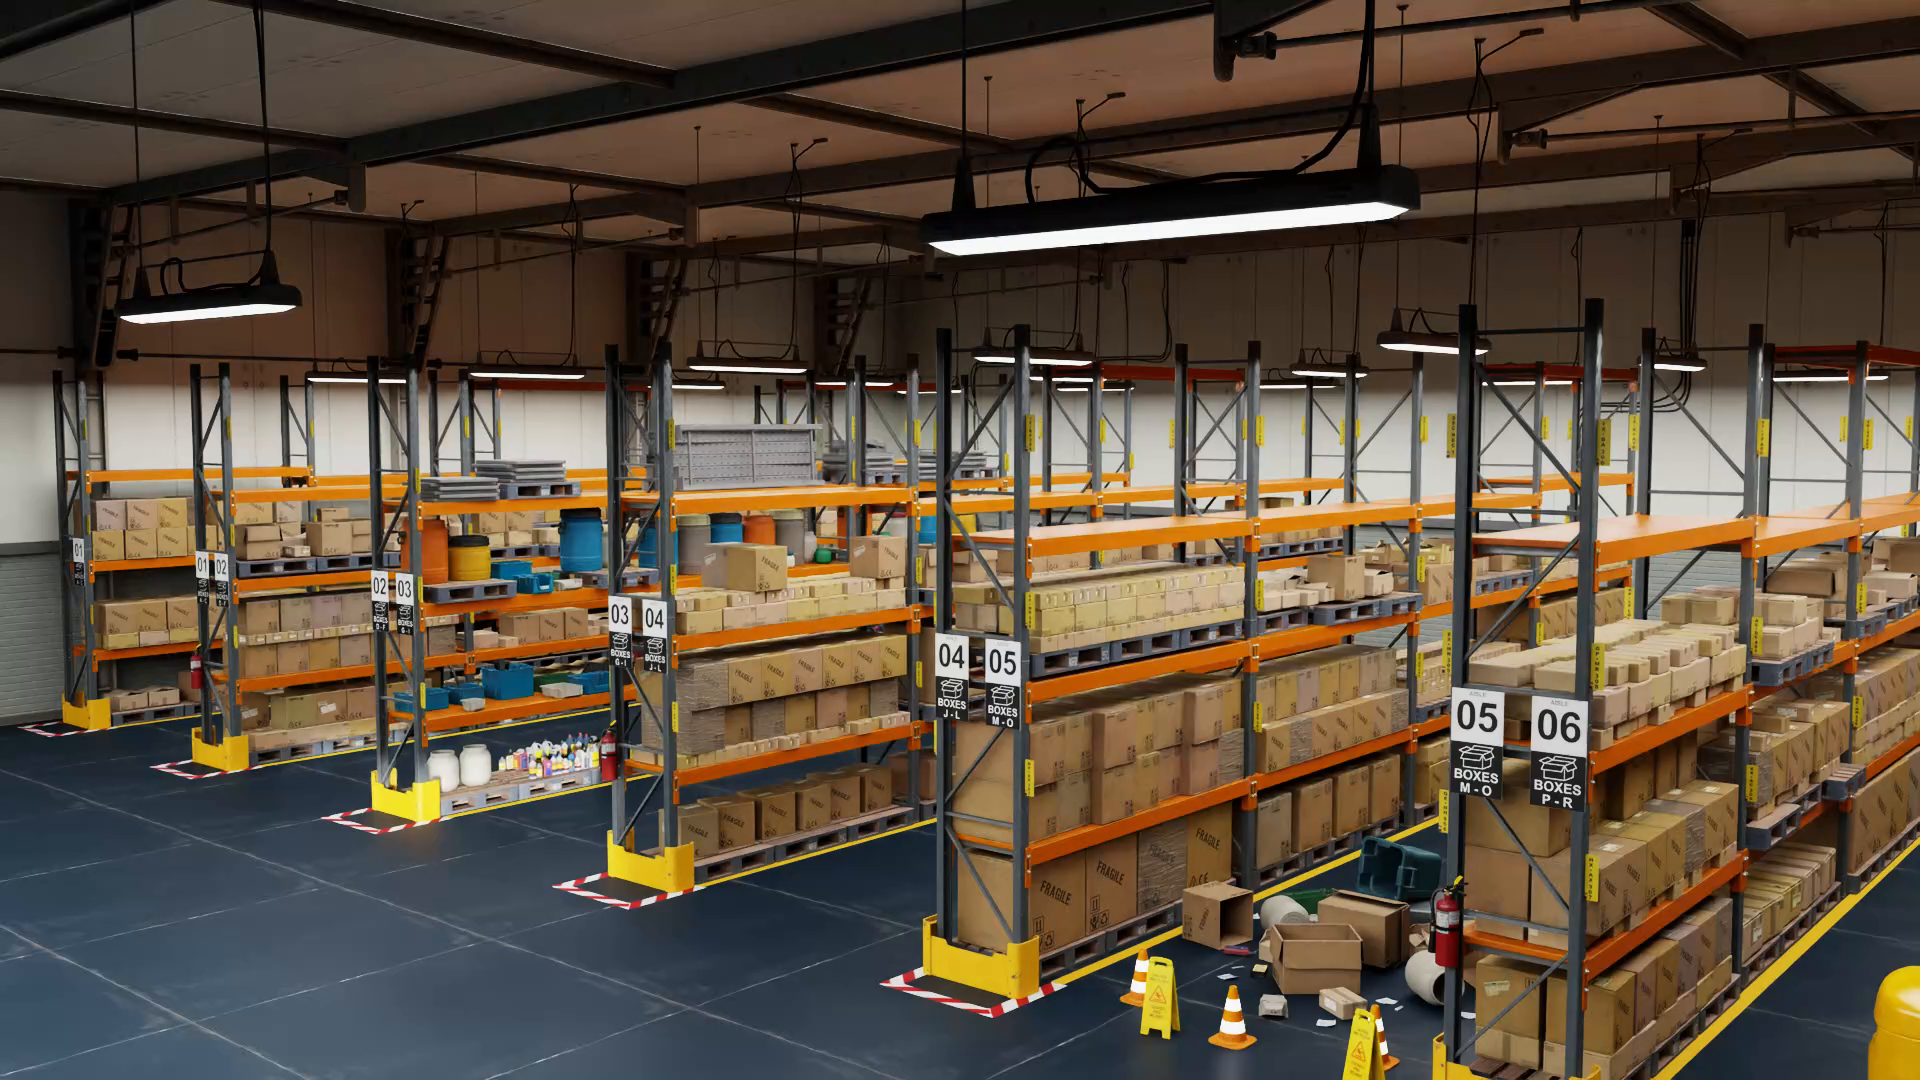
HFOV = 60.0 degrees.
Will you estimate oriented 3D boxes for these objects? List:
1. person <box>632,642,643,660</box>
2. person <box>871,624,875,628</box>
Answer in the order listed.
[{"bbox_3d":[-6.494,1.876,33.377,0.541,1.748,0.598,-3,5,-39],"label":"person"},{"bbox_3d":[-2.055,1.359,40.949,0.538,1.661,1.069,4,6,43],"label":"person"}]
